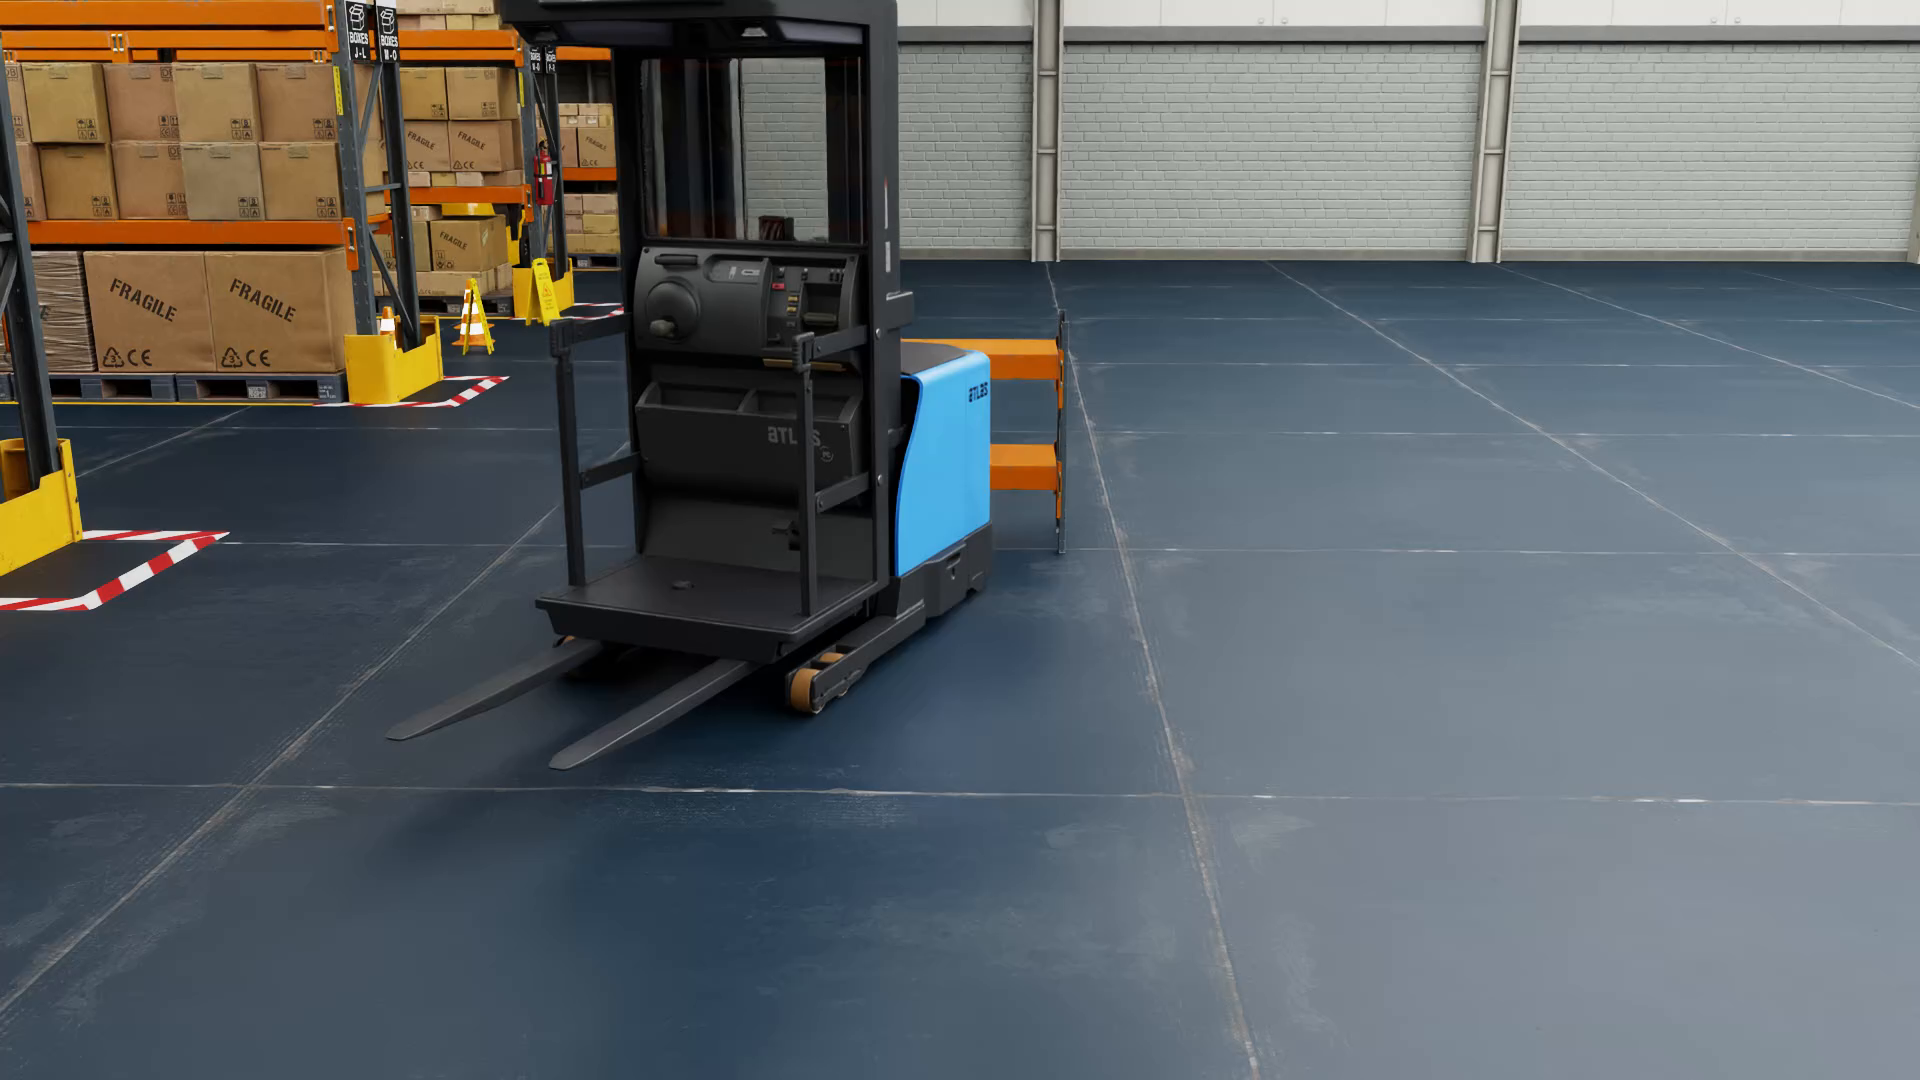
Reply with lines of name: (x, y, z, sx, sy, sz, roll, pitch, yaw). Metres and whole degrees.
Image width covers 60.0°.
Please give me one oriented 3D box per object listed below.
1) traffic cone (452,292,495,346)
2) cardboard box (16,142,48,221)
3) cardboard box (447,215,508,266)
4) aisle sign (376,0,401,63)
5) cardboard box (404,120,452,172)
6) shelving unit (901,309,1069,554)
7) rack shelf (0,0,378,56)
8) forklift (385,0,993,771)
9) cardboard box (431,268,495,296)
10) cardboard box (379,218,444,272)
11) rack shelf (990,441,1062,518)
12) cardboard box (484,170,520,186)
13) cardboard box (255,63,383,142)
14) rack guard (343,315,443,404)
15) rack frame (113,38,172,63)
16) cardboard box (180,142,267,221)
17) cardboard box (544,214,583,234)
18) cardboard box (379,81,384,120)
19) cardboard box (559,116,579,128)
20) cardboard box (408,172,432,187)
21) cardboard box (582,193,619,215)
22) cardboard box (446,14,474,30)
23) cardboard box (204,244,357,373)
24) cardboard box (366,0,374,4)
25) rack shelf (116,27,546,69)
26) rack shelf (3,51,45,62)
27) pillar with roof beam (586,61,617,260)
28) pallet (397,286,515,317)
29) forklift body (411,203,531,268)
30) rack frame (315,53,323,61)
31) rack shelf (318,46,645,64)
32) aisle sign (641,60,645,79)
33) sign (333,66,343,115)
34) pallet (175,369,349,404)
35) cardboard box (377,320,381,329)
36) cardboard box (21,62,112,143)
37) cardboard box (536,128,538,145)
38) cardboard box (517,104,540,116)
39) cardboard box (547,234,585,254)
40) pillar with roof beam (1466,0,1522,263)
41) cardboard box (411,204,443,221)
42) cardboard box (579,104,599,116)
traffic cone: (-4.421, -2.011, 15.057, 0.334, 0.463, 0.336, 0, 15, 1)
cardboard box: (-6.837, -2.654, 12.227, 0.550, 0.550, 0.875, 0, 15, 1)
cardboard box: (-5.093, -3.161, 17.540, 0.500, 0.500, 0.500, 0, 15, 0)
aisle sign: (-4.216, -3.920, 12.220, 0.004, 0.787, 0.394, 0, 15, 1)
cardboard box: (-5.319, -3.979, 16.764, 0.500, 0.500, 0.500, 0, 15, 2)
shelving unit: (-0.007, -0.544, 8.197, 1.048, 1.125, 0.538, 0, 15, 1)
rack shelf: (-6.294, -3.702, 12.022, 4.000, 0.370, 1.077, 0, 15, 1)
forklift: (-0.890, -0.914, 6.059, 1.130, 2.935, 3.031, 6, 16, 22)
cardboard box: (-5.108, -2.660, 17.109, 0.500, 0.250, 0.500, 0, 15, 1)
cardboard box: (-5.599, -3.027, 17.030, 0.500, 0.500, 0.500, 1, 15, 4)
rack shelf: (-0.007, -0.308, 8.259, 1.000, 0.278, 0.538, 0, 15, 1)
cardboard box: (-4.649, -3.676, 16.885, 0.250, 0.149, 0.380, 1, 15, 3)
cardboard box: (-4.665, -3.193, 12.153, 0.550, 0.550, 0.875, 0, 15, 1)
rack guard: (-4.271, -1.378, 12.582, 0.348, 0.500, 1.175, 0, 15, 1)
rack frame: (-8.268, -3.876, 17.150, 0.127, 3.000, 1.000, 0, 15, 1)
cardboard box: (-5.217, -2.648, 12.202, 0.550, 0.550, 0.875, 0, 15, 1)
cardboard box: (-5.142, -4.160, 21.815, 0.500, 0.250, 0.500, 0, 15, 1)
cardboard box: (-5.804, -4.455, 16.607, 0.500, 0.500, 0.700, 0, 15, 1)
cardboard box: (-5.014, -5.420, 21.534, 0.250, 0.149, 0.380, 1, 15, 2)
cardboard box: (-5.419, -3.650, 16.789, 0.250, 0.149, 0.380, 1, 15, 2)
cardboard box: (-4.615, -4.396, 21.728, 0.500, 0.250, 0.500, 1, 15, 3)
cardboard box: (-4.883, -5.103, 16.413, 0.250, 0.149, 0.380, 0, 15, 2)
cardboard box: (-4.974, -1.750, 12.434, 0.875, 0.875, 0.875, 0, 15, 2)
cardboard box: (-5.809, -5.312, 16.423, 0.500, 0.250, 0.500, 1, 15, 3)
rack shelf: (-6.269, -4.965, 16.809, 4.000, 0.370, 1.077, 0, 15, 1)
rack shelf: (-14.143, -6.283, 21.805, 4.000, 0.370, 1.077, 0, 15, 1)
pillar with roof beam: (-4.929, -7.153, 17.811, 0.400, 9.000, 9.100, 0, 15, 1)
pallet: (-5.157, -2.516, 17.463, 1.213, 0.211, 1.003, 0, 15, 1)
forklift body: (-6.089, -4.252, 20.241, 1.214, 2.155, 2.313, 0, 15, 1)
rack frame: (-8.145, -5.141, 21.948, 0.127, 3.000, 1.000, 0, 15, 1)
rack shelf: (-6.146, -6.231, 21.607, 4.000, 0.370, 1.077, 0, 15, 1)
aisle sign: (-4.088, -6.297, 21.232, 0.004, 0.787, 0.394, 0, 15, 1)
sign: (-4.323, -3.123, 11.562, 0.005, 0.325, 0.100, 0, 15, 1)
pallet: (-5.096, -1.223, 12.564, 1.213, 0.211, 1.003, 0, 15, 1)
cardboard box: (-5.631, -1.964, 15.494, 0.250, 0.149, 0.380, 9, 17, 30)
cardboard box: (-6.306, -3.182, 12.110, 0.500, 0.550, 0.875, 0, 15, 1)
cardboard box: (-5.676, -5.109, 21.629, 0.500, 0.500, 0.500, 0, 15, 0)
cardboard box: (-5.530, -5.552, 21.454, 0.250, 0.149, 0.380, 1, 15, 3)
cardboard box: (-5.121, -3.917, 21.874, 0.500, 0.250, 0.500, 0, 15, 1)
pillar with roof beam: (7.067, -7.074, 17.514, 0.400, 9.000, 9.100, 0, 15, 1)
cardboard box: (-5.446, -3.323, 16.882, 0.250, 0.149, 0.380, 1, 15, 3)
cardboard box: (-4.757, -5.563, 21.497, 0.250, 0.149, 0.380, 0, 15, 2)
